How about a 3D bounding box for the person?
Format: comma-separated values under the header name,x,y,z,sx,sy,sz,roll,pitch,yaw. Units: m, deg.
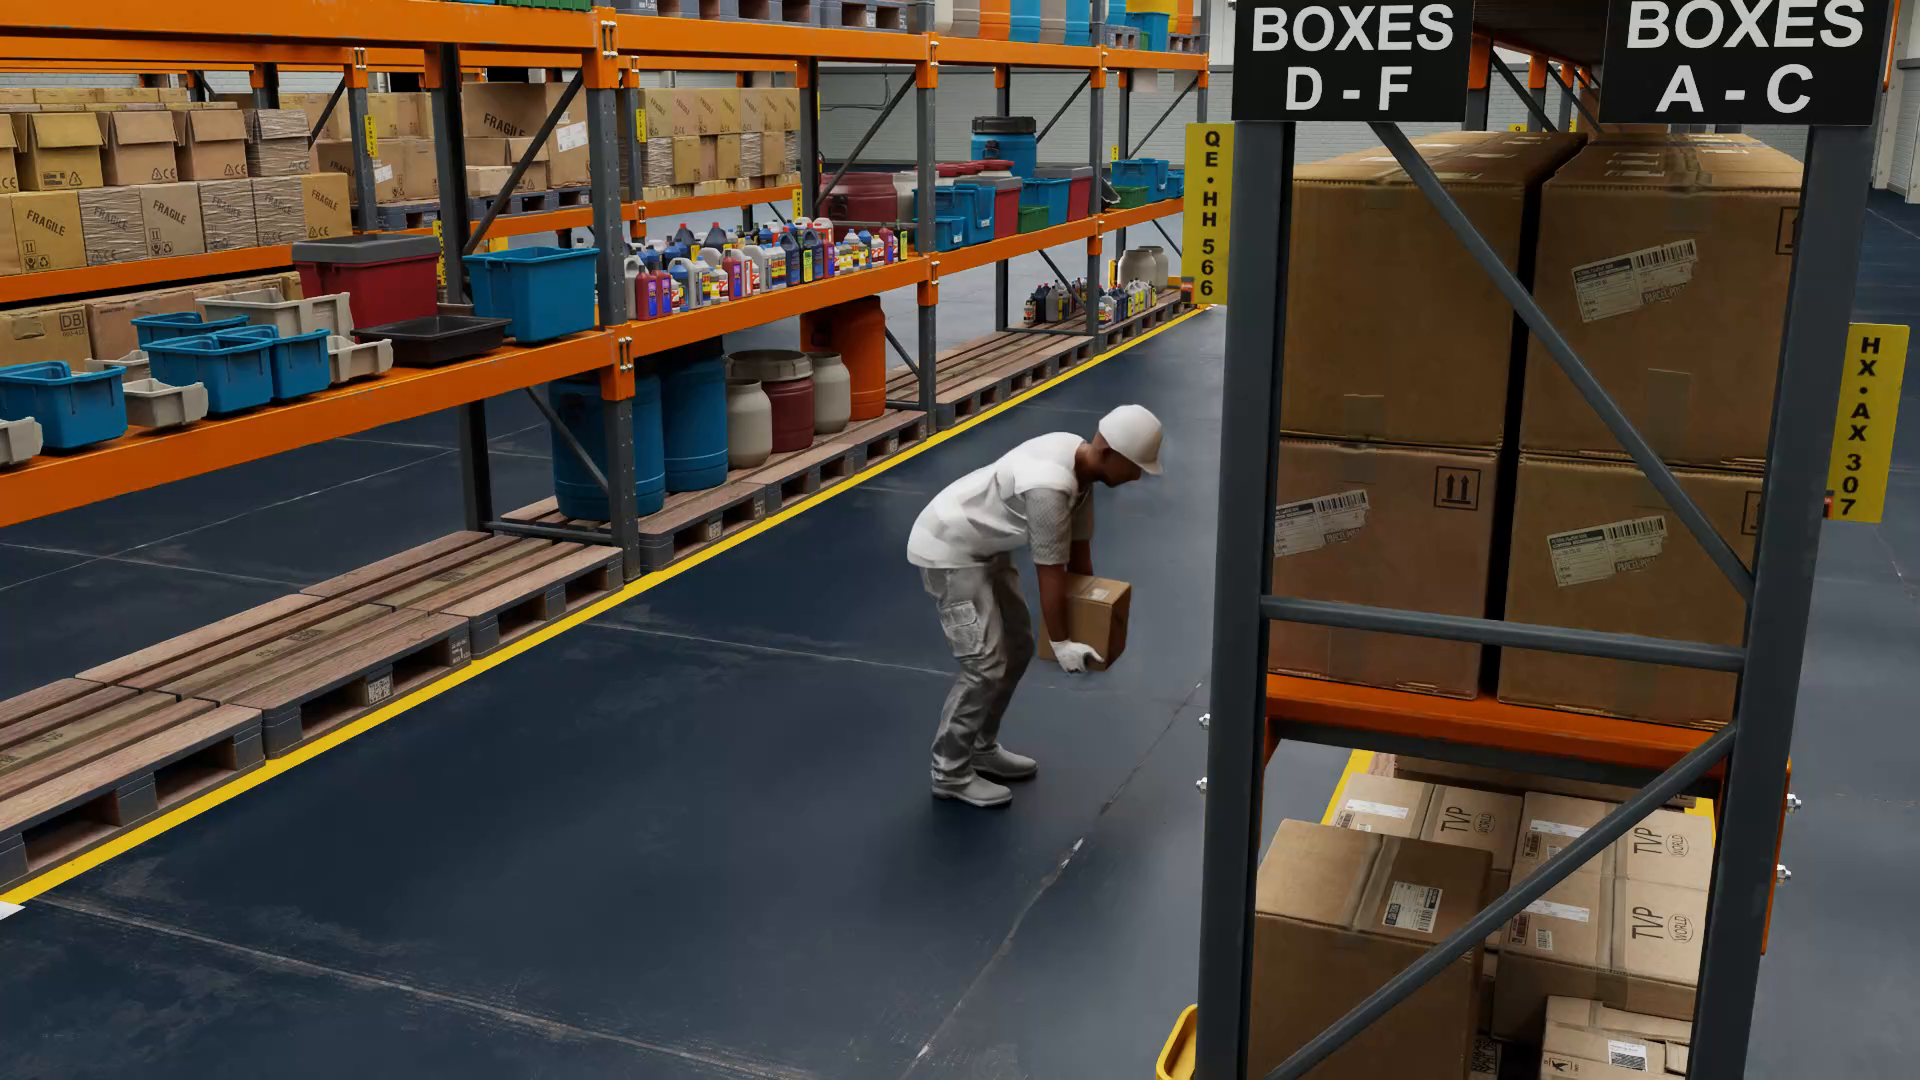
name,x,y,z,sx,sy,sz,roll,pitch,yaw
person,0.259,0.215,5.847,0.876,1.437,0.498,5,16,19
